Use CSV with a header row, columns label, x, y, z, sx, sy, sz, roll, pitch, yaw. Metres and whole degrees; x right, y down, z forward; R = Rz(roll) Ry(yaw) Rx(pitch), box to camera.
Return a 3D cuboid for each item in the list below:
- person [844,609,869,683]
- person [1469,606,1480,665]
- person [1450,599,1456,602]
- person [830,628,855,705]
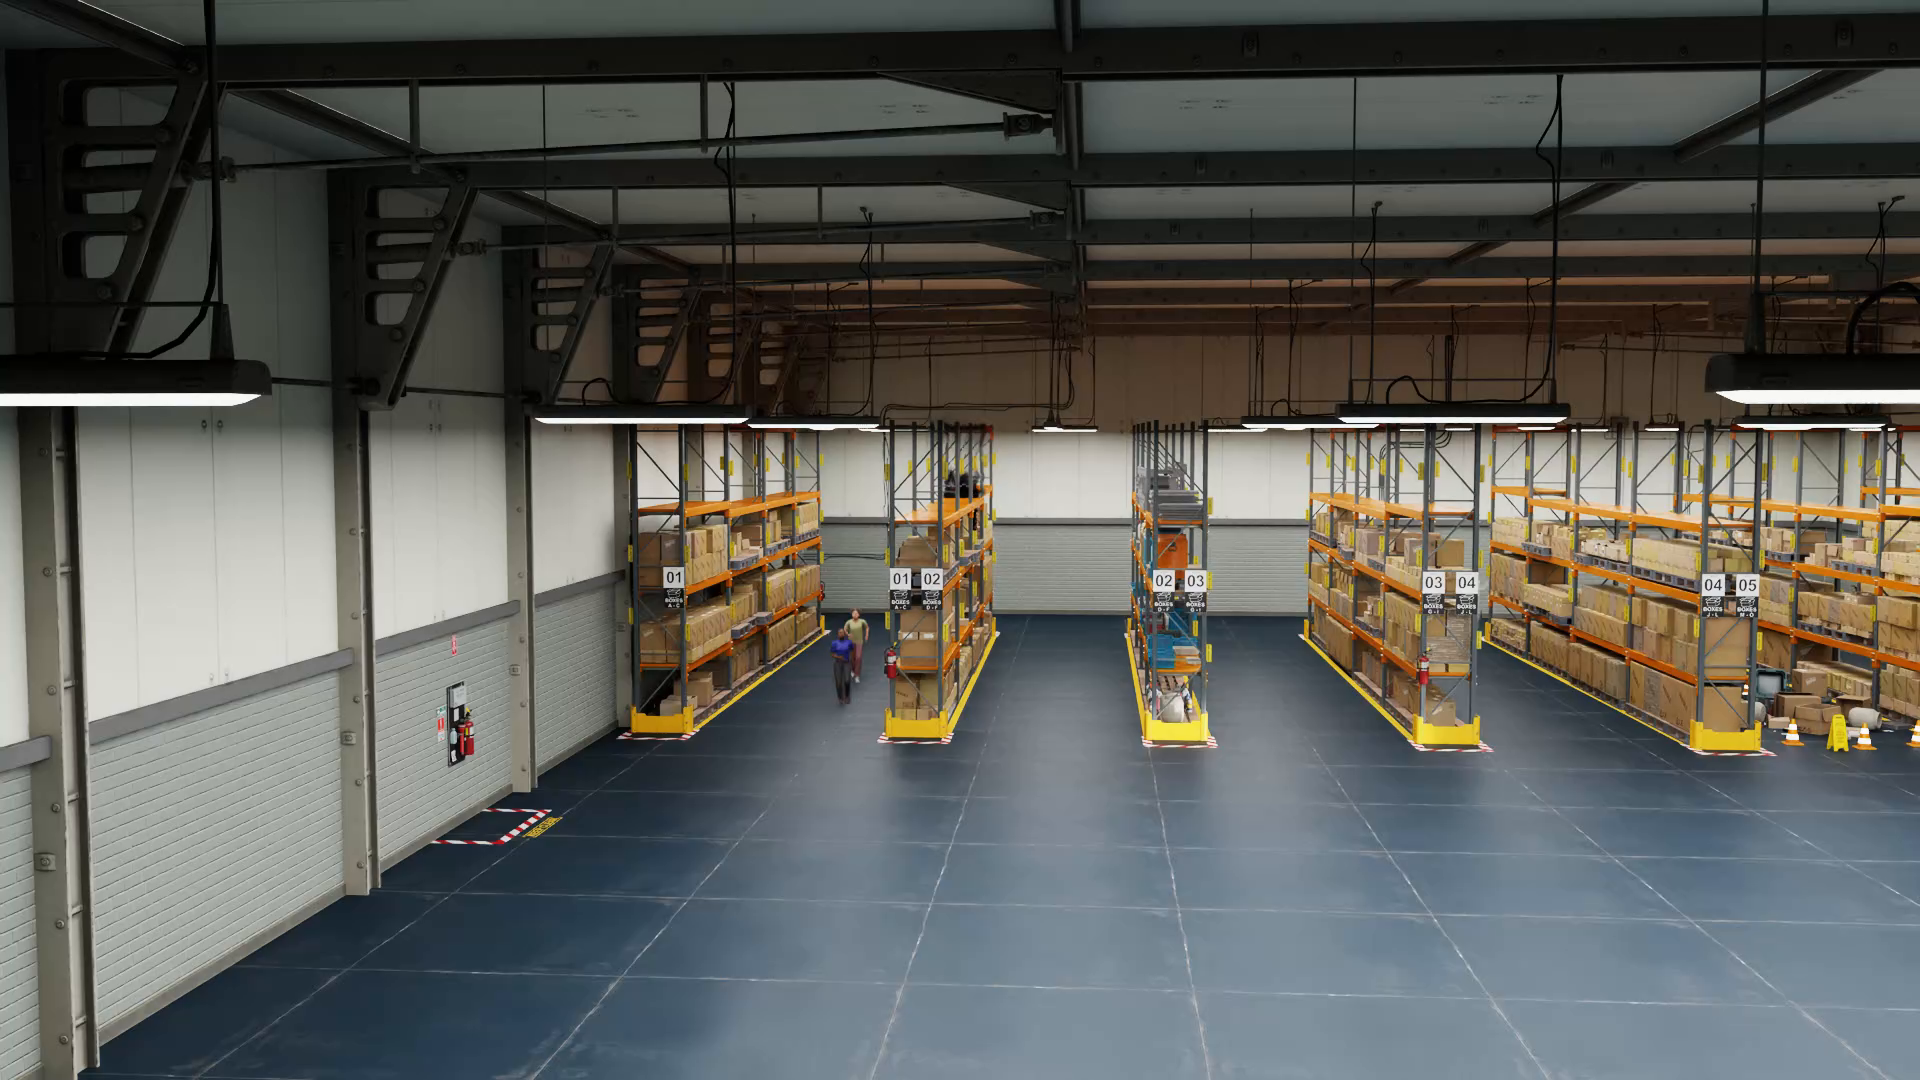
label,x,y,z,sx,sy,sz,roll,pitch,yaw
person,-2.427,2.434,38.721,0.593,1.696,0.856,0,4,-2
person,12.658,2.215,41.450,0.753,1.767,0.883,0,4,-2
person,13.484,2.002,45.027,0.674,1.841,0.922,1,4,16
person,-2.471,2.676,35.111,0.544,1.638,0.651,0,4,-6
